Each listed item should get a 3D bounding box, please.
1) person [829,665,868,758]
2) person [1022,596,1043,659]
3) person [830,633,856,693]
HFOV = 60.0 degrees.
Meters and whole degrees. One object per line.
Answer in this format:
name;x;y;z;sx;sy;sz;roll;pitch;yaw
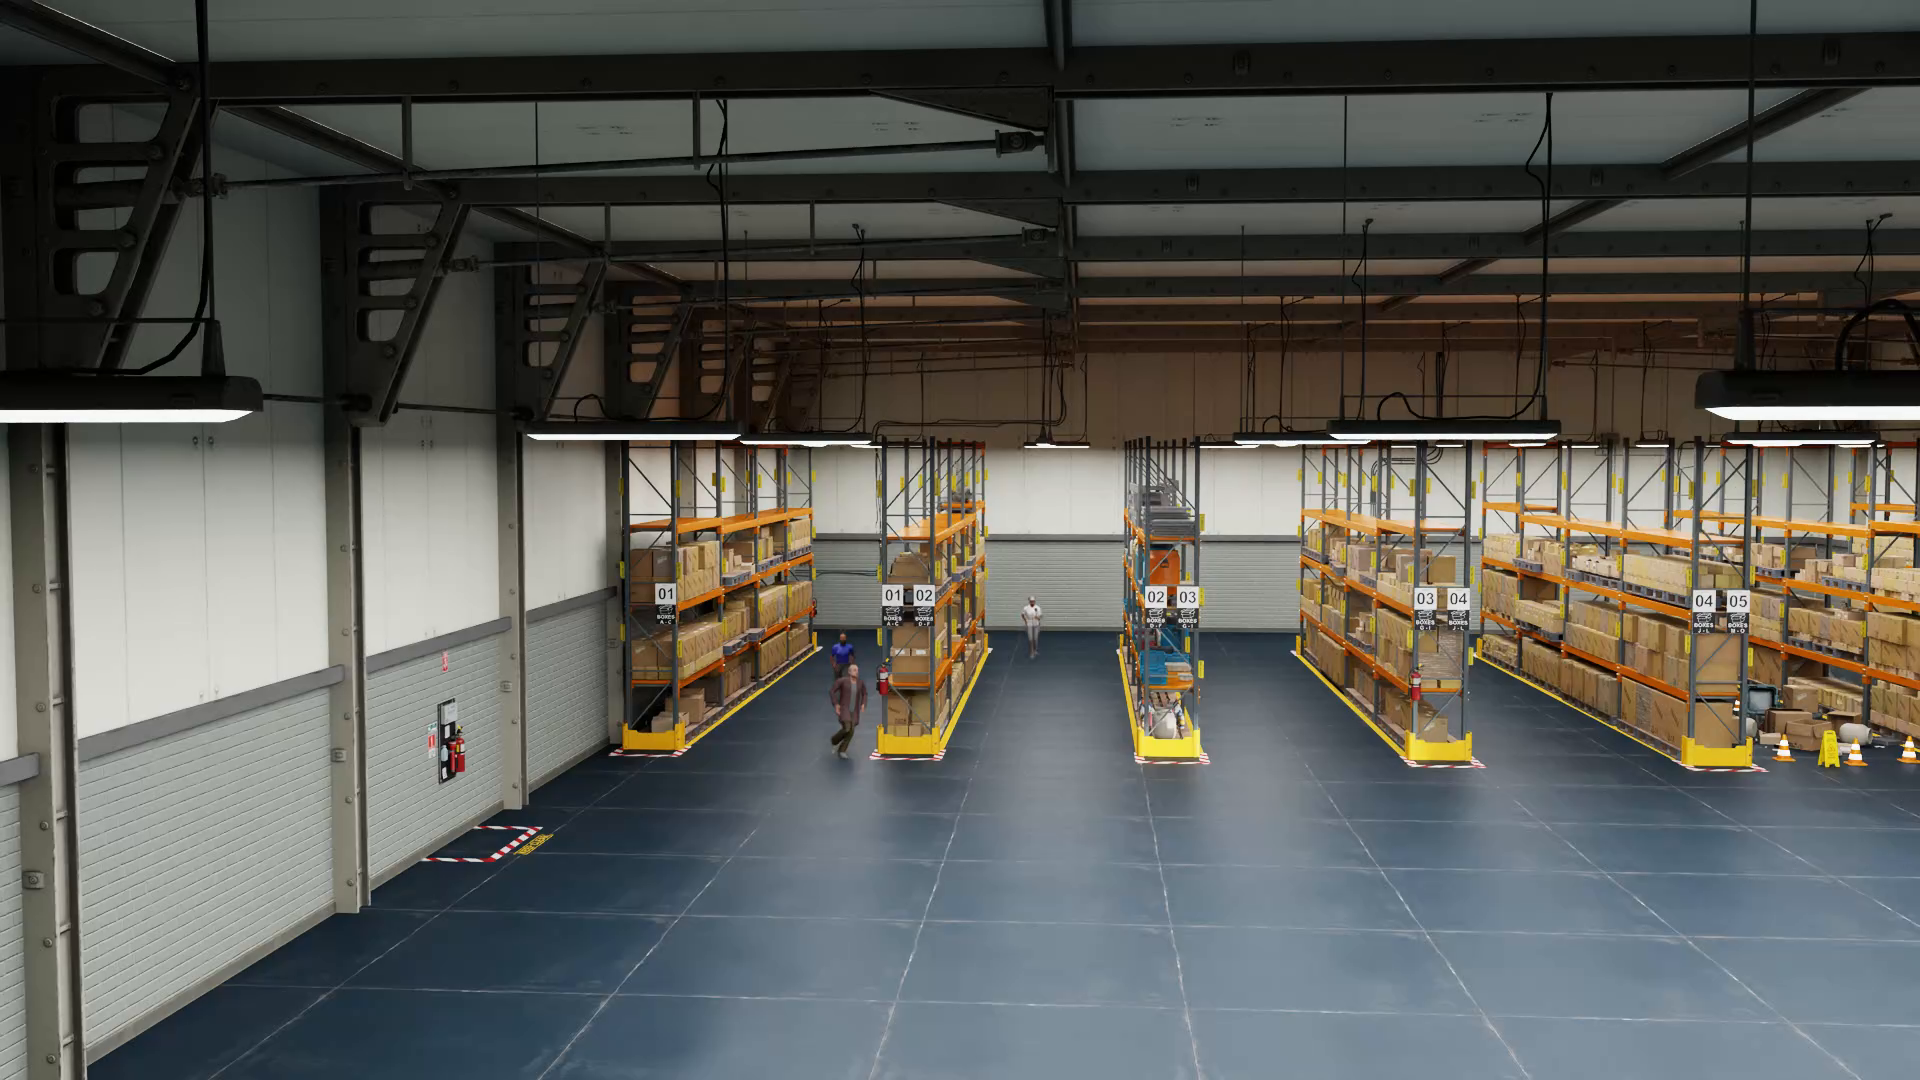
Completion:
person;-2.047;3.243;31.097;0.729;1.629;0.599;-2;4;-32
person;2.014;2.411;46.119;0.579;1.738;0.782;0;3;-4
person;-2.664;2.926;37.675;0.549;1.632;0.867;0;3;0
